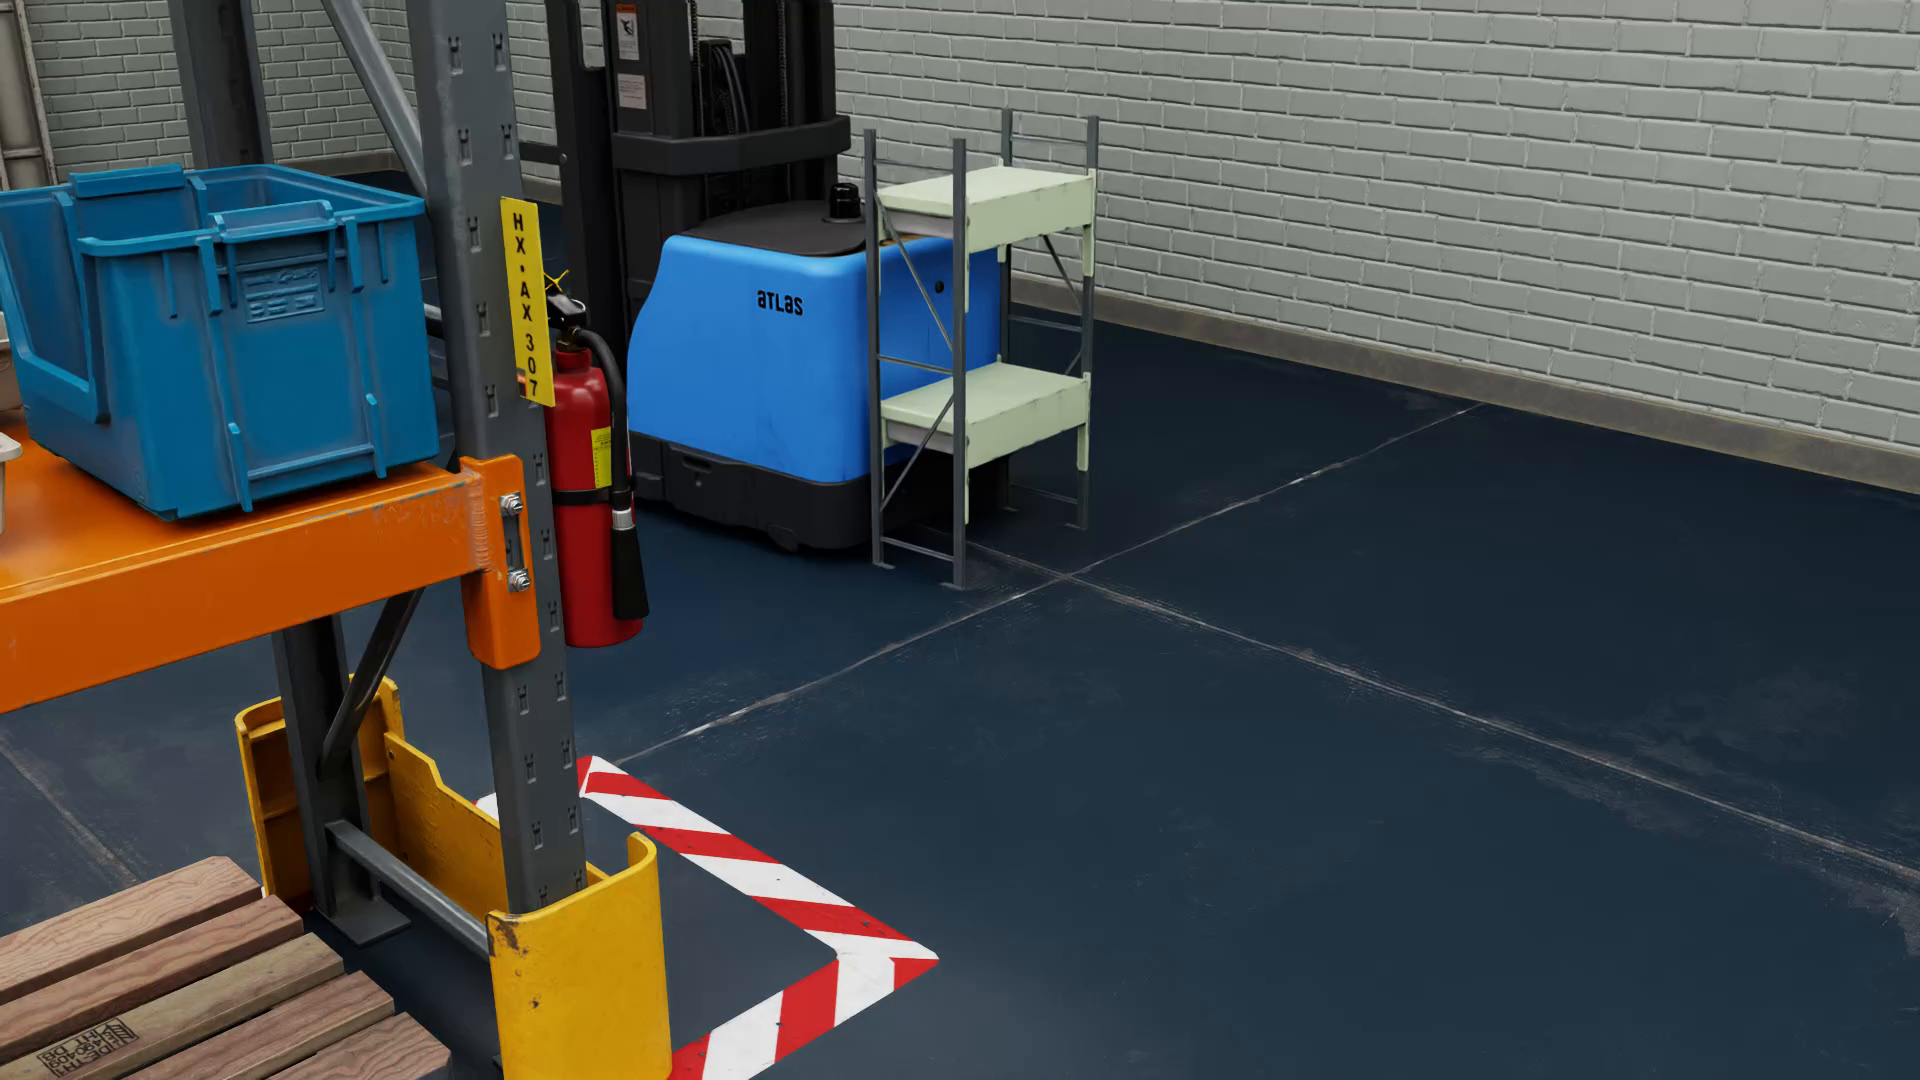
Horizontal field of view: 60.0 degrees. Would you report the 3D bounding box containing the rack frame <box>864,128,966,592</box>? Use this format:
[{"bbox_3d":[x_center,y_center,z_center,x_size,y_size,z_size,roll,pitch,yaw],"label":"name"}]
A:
[{"bbox_3d":[-0.145,-0.572,5.473,0.400,1.500,0.023,16,26,35],"label":"rack frame"}]

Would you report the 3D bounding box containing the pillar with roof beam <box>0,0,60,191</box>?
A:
[{"bbox_3d":[-3.843,-5.547,7.964,9.100,9.000,0.400,19,28,41],"label":"pillar with roof beam"}]

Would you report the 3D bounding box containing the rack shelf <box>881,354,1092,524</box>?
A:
[{"bbox_3d":[0.082,-0.371,5.858,0.431,0.370,0.720,16,26,35],"label":"rack shelf"}]

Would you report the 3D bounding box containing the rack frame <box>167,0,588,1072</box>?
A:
[{"bbox_3d":[-1.093,-0.434,3.024,1.000,3.000,0.127,19,28,41],"label":"rack frame"}]

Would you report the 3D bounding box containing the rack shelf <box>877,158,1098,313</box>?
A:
[{"bbox_3d":[0.082,-1.040,5.601,0.431,0.370,0.720,16,26,35],"label":"rack shelf"}]

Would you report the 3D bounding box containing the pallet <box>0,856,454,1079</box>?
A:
[{"bbox_3d":[-1.696,1.069,2.998,1.003,0.211,1.213,19,28,41],"label":"pallet"}]

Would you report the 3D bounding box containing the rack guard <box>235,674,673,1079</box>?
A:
[{"bbox_3d":[-1.086,0.723,3.497,1.175,0.500,0.348,19,28,41],"label":"rack guard"}]

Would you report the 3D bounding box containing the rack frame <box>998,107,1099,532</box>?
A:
[{"bbox_3d":[0.309,-0.778,6.009,0.400,1.500,0.023,16,26,35],"label":"rack frame"}]

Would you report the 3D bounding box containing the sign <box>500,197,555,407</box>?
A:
[{"bbox_3d":[-0.688,-0.377,2.647,0.100,0.325,0.005,19,28,41],"label":"sign"}]

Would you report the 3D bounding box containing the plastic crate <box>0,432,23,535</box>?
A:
[{"bbox_3d":[-1.532,-0.084,2.397,0.396,0.136,0.243,19,28,41],"label":"plastic crate"}]

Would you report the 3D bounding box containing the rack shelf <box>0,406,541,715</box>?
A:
[{"bbox_3d":[-2.488,0.415,1.816,1.077,0.370,4.000,19,28,41],"label":"rack shelf"}]

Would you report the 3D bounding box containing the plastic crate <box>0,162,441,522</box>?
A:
[{"bbox_3d":[-1.193,-0.346,2.661,0.616,0.435,0.499,19,28,41],"label":"plastic crate"}]

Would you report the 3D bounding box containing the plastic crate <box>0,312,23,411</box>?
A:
[{"bbox_3d":[-1.784,-0.297,2.949,0.250,0.136,0.298,19,28,41],"label":"plastic crate"}]

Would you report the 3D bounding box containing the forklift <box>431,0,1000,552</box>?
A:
[{"bbox_3d":[-1.282,-1.739,6.514,3.031,2.935,1.130,16,26,36],"label":"forklift"}]

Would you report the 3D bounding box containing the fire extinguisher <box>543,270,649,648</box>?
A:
[{"bbox_3d":[-0.662,-0.149,2.910,0.296,0.674,0.183,19,28,41],"label":"fire extinguisher"}]

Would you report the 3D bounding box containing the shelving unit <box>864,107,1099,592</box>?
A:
[{"bbox_3d":[0.082,-0.675,5.741,0.431,1.500,0.755,16,26,35],"label":"shelving unit"}]
